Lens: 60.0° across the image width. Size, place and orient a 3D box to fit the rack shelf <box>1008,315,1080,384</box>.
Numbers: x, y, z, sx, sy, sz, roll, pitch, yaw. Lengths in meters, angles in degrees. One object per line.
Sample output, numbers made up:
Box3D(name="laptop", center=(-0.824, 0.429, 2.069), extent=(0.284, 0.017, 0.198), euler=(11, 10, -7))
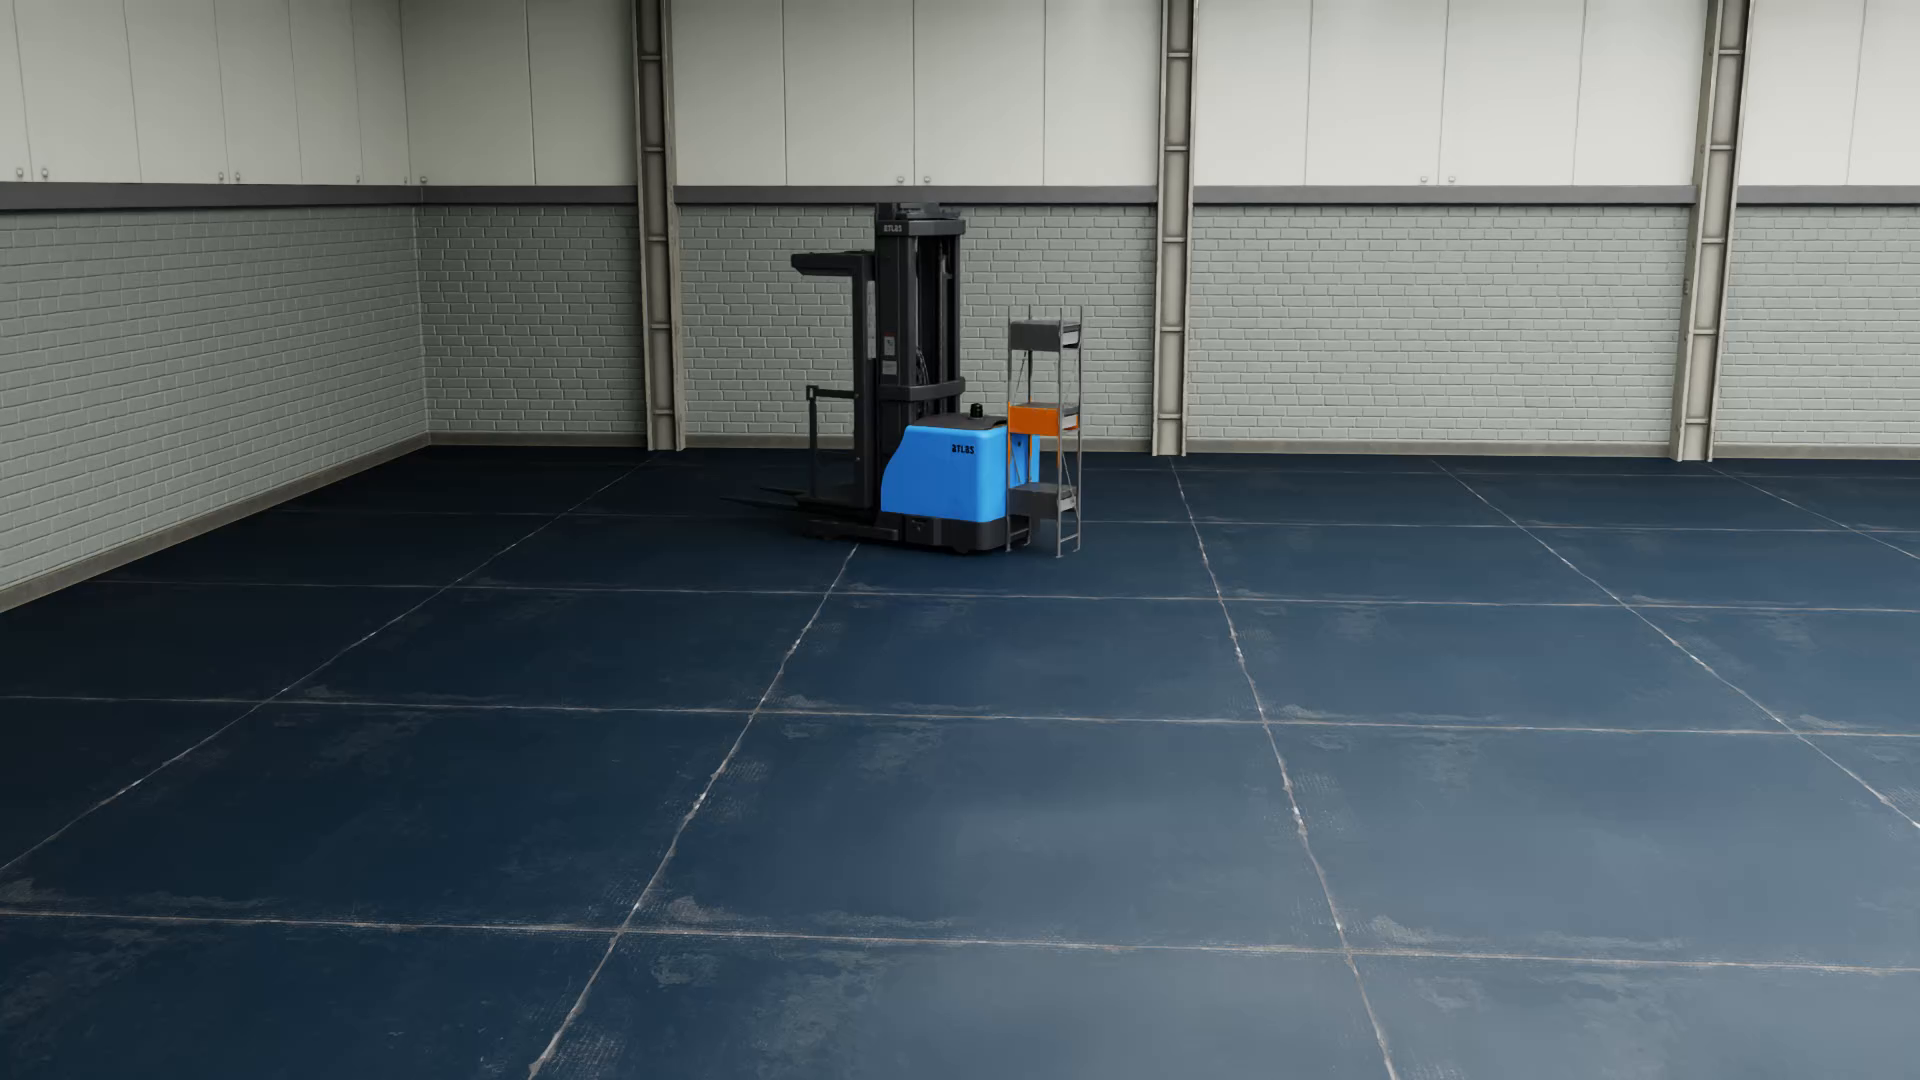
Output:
Box3D(name="rack shelf", center=(0.715, -1.601, 13.942), extent=(0.480, 0.518, 0.431), euler=(7, 14, 30))

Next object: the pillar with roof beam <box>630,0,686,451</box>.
Box3D(name="pillar with roof beam", center=(-3.816, -4.624, 14.896), extent=(0.400, 9.000, 9.100), euler=(1, 12, 4))

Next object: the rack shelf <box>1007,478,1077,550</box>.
Box3D(name="rack shelf", center=(0.715, -0.231, 14.229), extent=(0.480, 0.518, 0.431), euler=(7, 14, 30))

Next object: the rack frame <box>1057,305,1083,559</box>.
Box3D(name="rack frame", center=(0.925, -0.904, 13.960), extent=(0.015, 2.100, 0.400), euler=(7, 14, 30))

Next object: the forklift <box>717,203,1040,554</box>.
Box3D(name="forklift", center=(-0.816, -1.520, 14.874), extent=(3.031, 2.935, 1.130), euler=(7, 14, 30))

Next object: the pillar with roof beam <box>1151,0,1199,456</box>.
Box3D(name="pillar with roof beam", center=(2.170, -4.542, 14.504), extent=(0.400, 9.000, 9.100), euler=(1, 12, 4))

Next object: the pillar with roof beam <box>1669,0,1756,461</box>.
Box3D(name="pillar with roof beam", center=(8.157, -4.460, 14.111), extent=(0.400, 9.000, 9.100), euler=(1, 12, 4))

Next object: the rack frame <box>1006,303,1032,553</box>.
Box3D(name="rack frame", center=(0.506, -0.955, 14.205), extent=(0.015, 2.100, 0.400), euler=(7, 14, 30))

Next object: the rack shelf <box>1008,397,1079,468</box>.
Box3D(name="rack shelf", center=(0.715, -0.916, 14.085), extent=(0.480, 0.518, 0.431), euler=(7, 14, 30))

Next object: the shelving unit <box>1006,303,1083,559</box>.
Box3D(name="shelving unit", center=(0.715, -0.929, 14.082), extent=(0.503, 2.100, 0.431), euler=(7, 14, 30))
